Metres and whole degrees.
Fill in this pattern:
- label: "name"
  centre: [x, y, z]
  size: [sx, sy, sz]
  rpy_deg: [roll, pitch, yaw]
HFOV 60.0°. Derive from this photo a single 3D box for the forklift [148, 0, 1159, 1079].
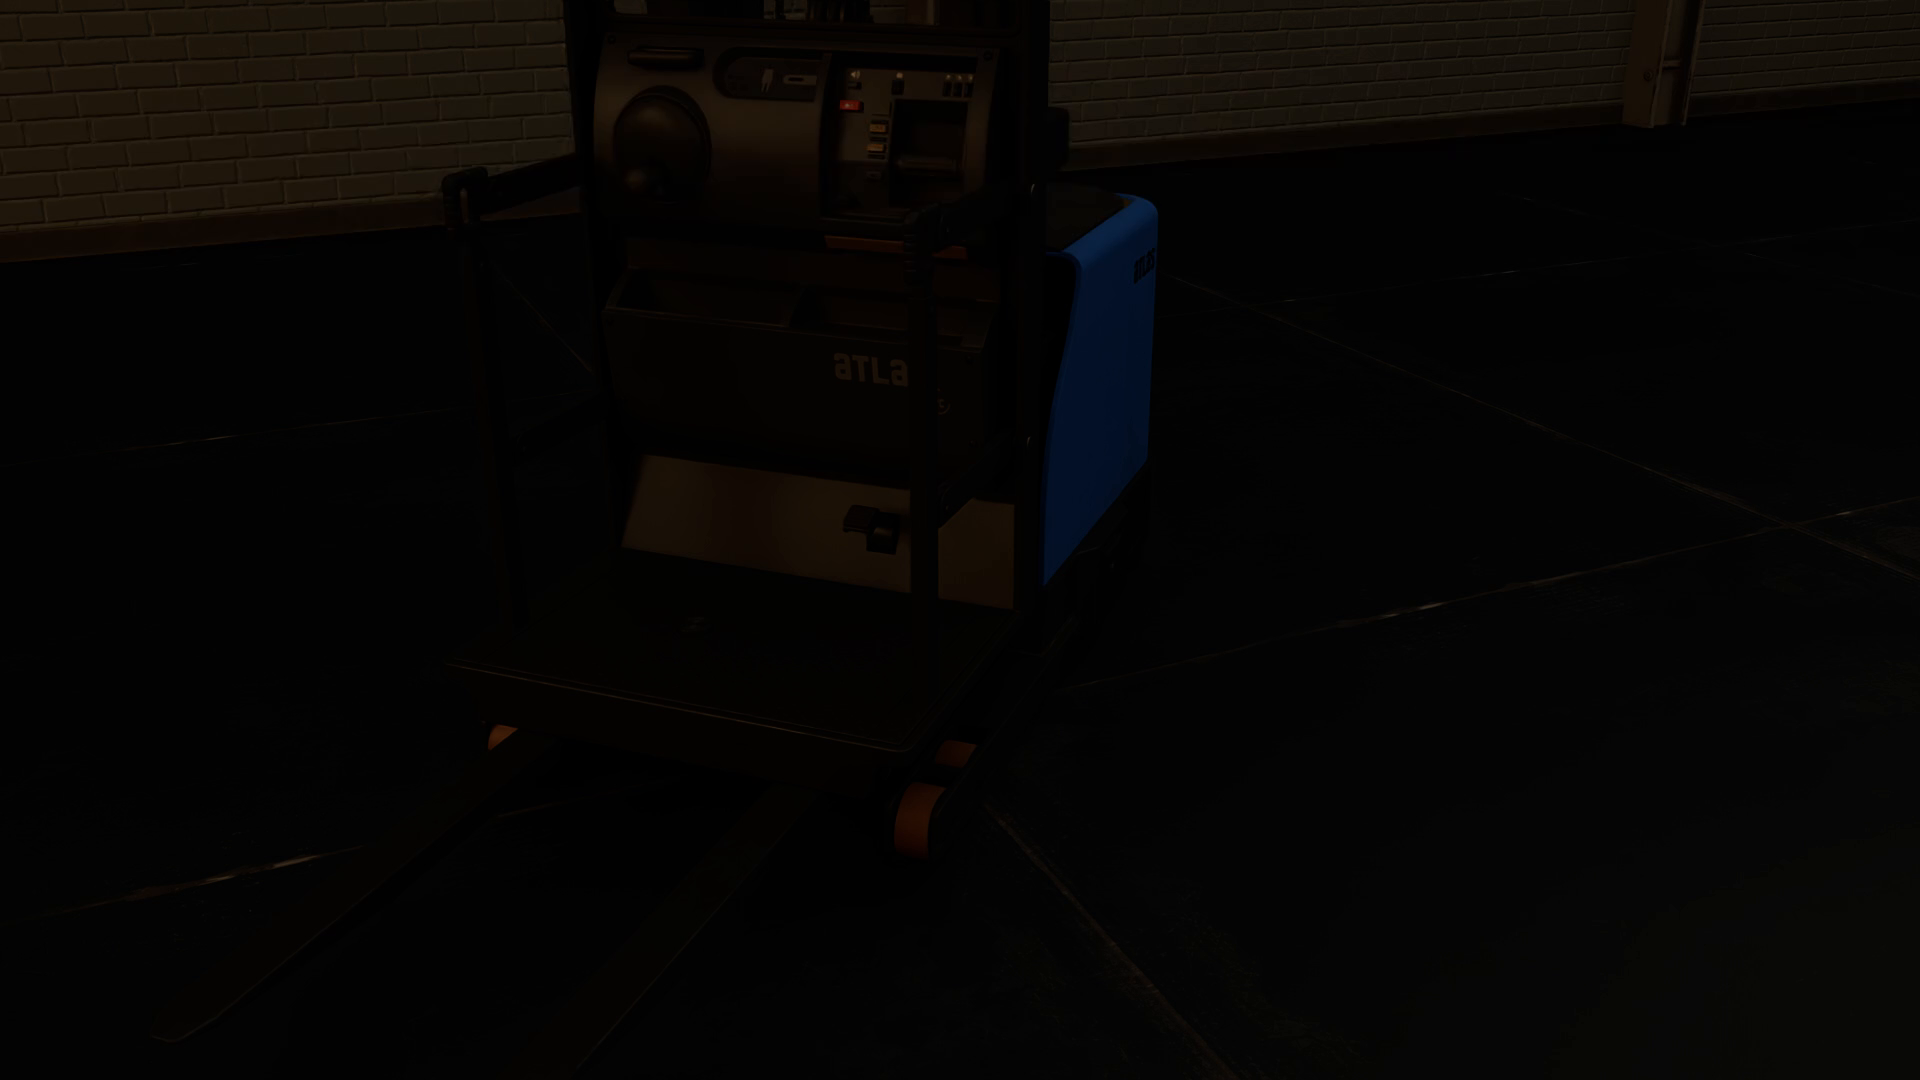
- label: "forklift"
  centre: [-0.437, -0.860, 3.356]
  size: [1.130, 2.935, 3.031]
  rpy_deg: [8, 24, 19]
